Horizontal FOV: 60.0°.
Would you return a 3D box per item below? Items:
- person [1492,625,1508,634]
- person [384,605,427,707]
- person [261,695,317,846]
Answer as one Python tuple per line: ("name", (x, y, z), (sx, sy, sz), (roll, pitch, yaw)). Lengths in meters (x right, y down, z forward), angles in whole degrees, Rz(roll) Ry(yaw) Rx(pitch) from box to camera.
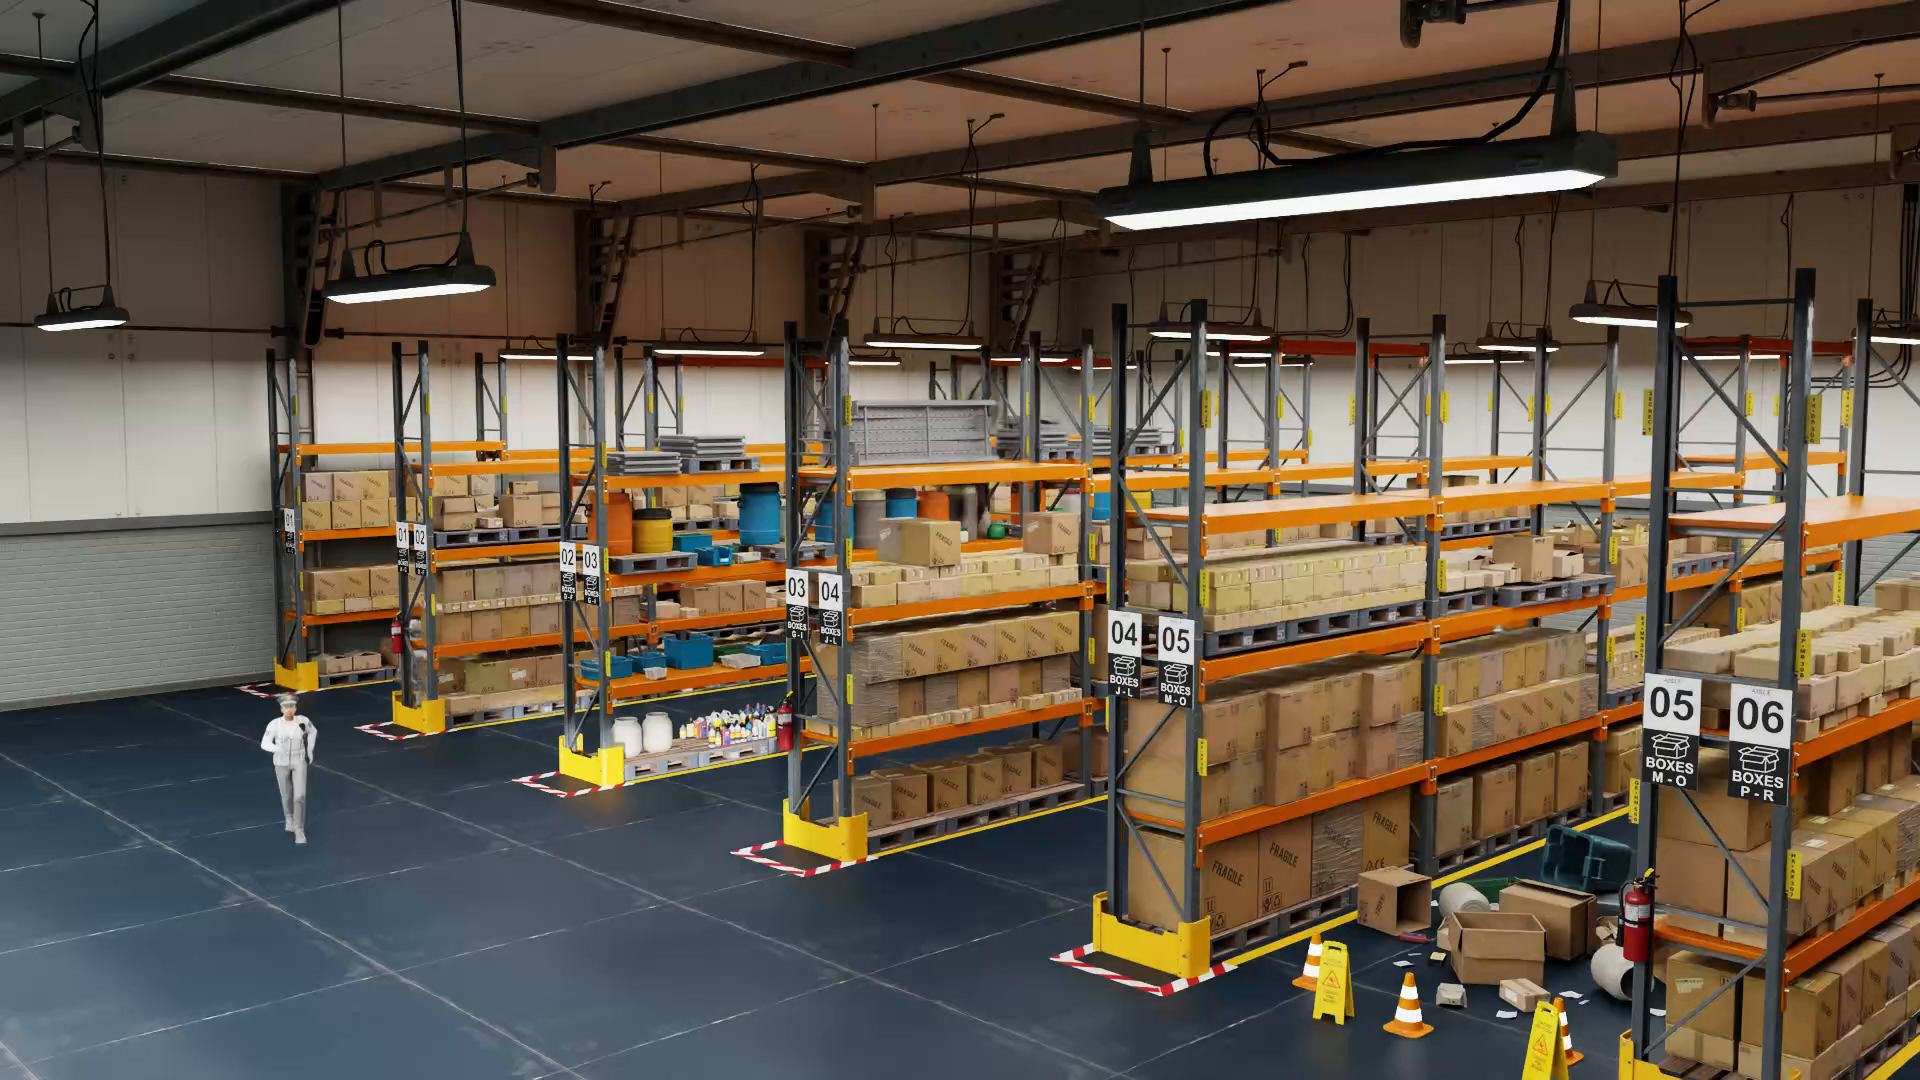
("person", (8.395, 2.117, 25.852), (0.558, 1.649, 0.592), (4, 6, 36))
("person", (-9.149, 1.921, 27.541), (0.689, 1.728, 0.676), (5, 7, 42))
("person", (-7.812, 2.646, 19.388), (0.596, 1.742, 0.775), (-2, 5, -20))
